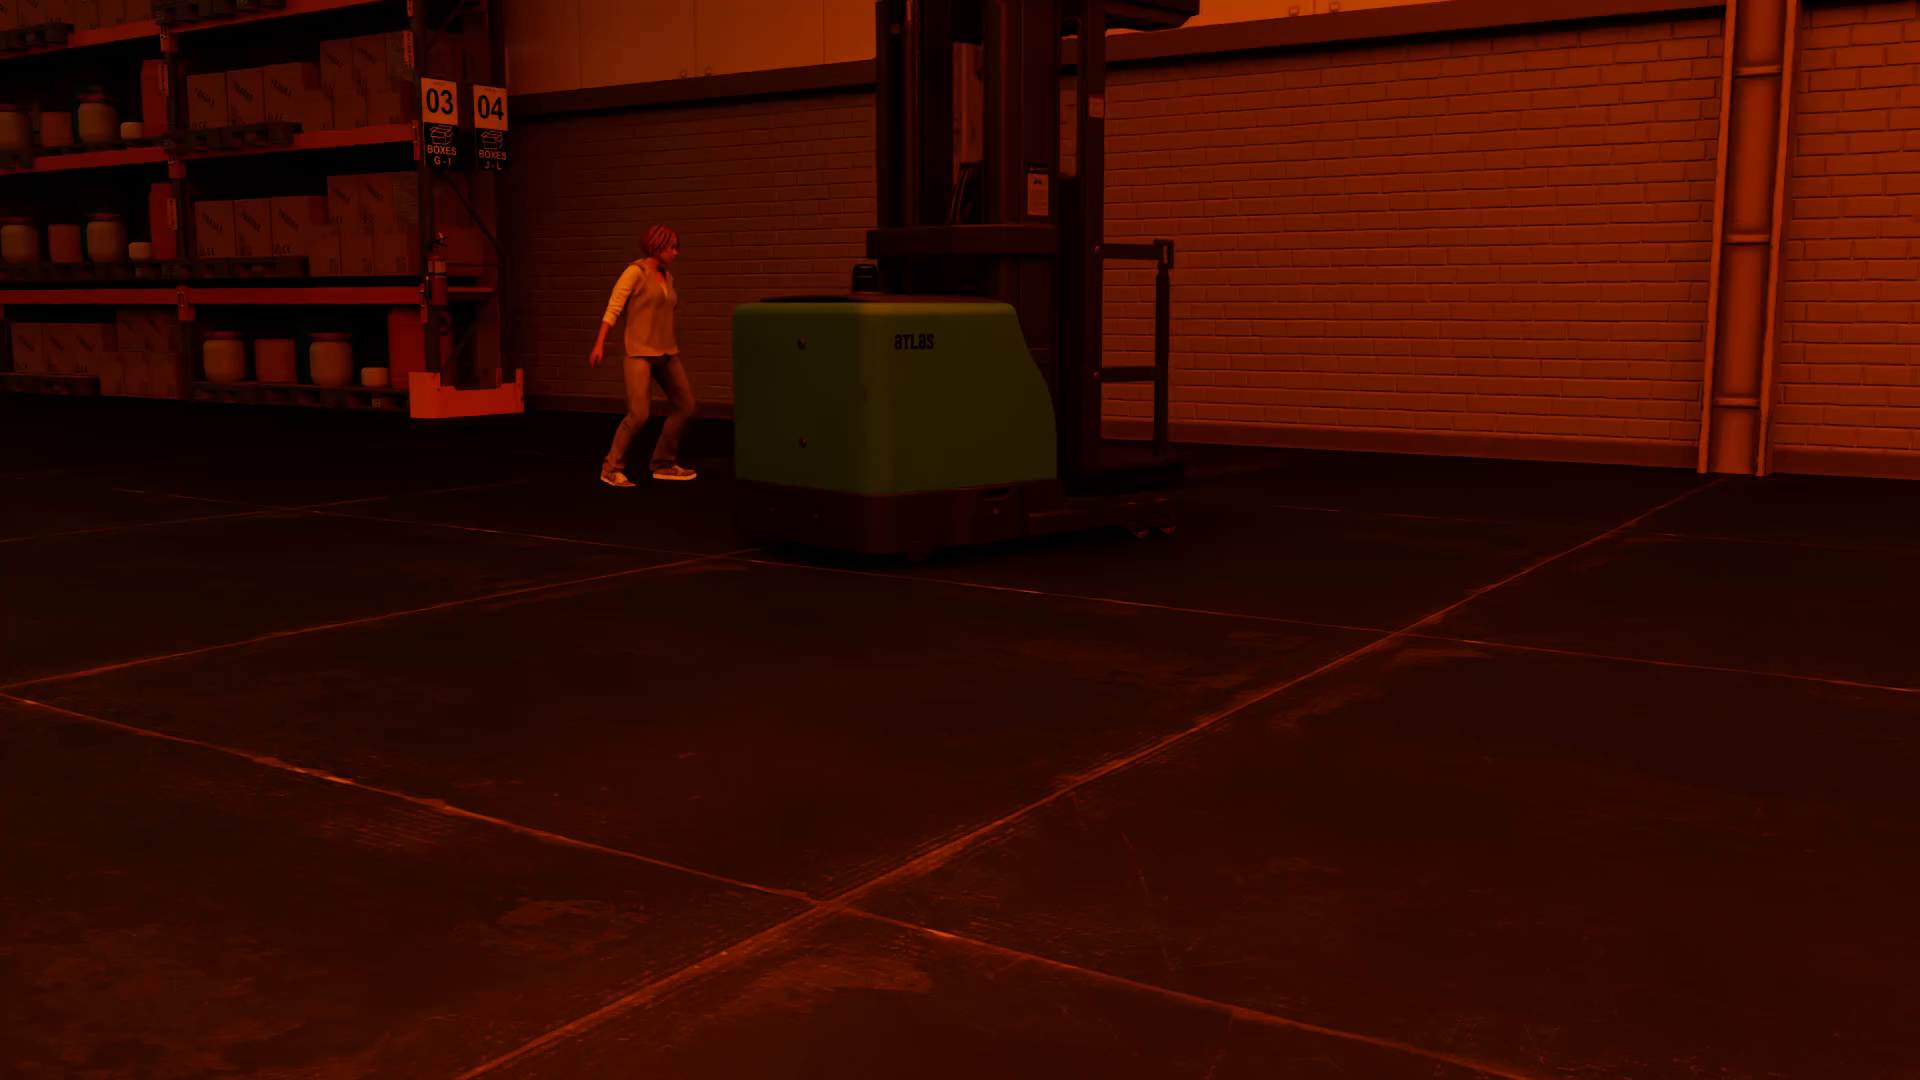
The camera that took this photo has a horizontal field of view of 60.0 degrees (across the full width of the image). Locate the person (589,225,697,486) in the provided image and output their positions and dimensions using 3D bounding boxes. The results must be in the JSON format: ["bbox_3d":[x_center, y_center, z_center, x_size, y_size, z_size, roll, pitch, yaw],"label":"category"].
[{"bbox_3d":[-1.907,-1.078,9.887,0.427,1.569,0.745,5,10,33],"label":"person"}]

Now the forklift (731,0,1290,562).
[{"bbox_3d":[0.410,-1.513,7.833,3.031,2.935,1.130,-7,11,-42],"label":"forklift"}]
